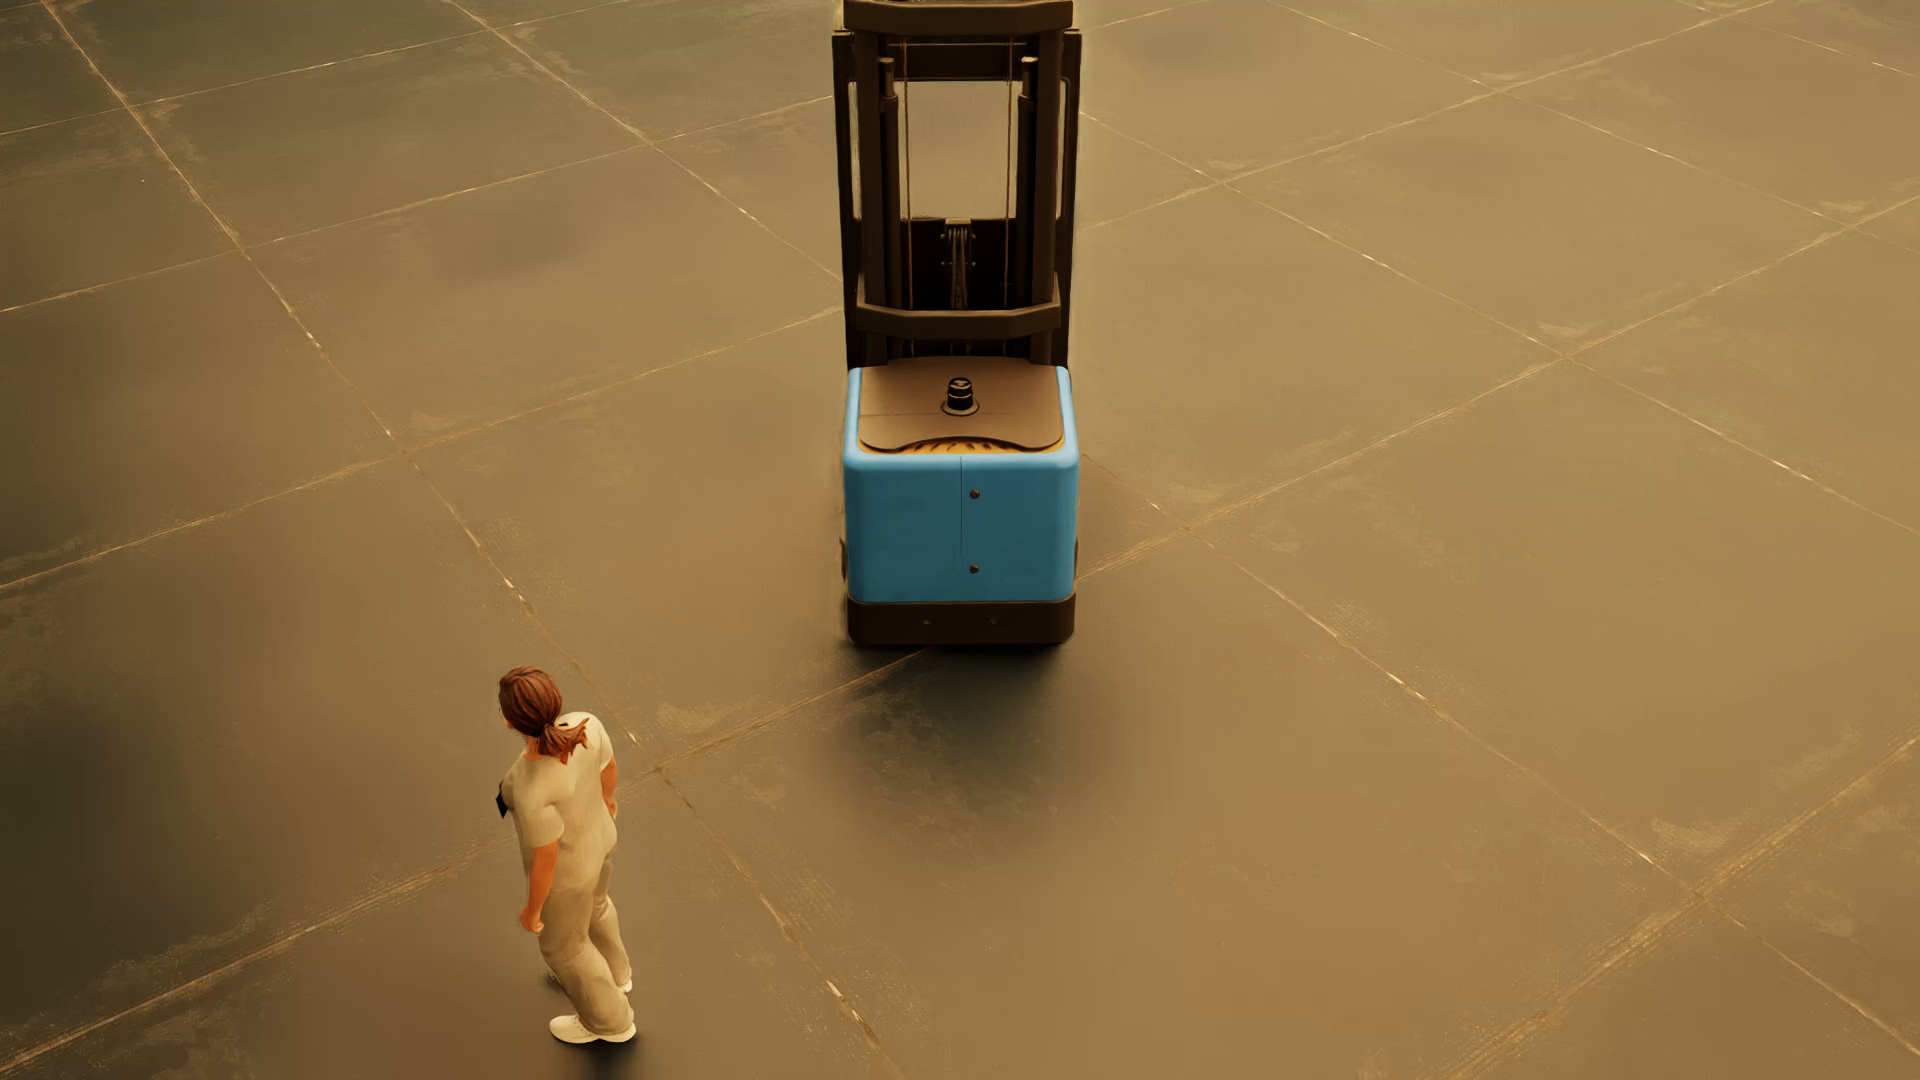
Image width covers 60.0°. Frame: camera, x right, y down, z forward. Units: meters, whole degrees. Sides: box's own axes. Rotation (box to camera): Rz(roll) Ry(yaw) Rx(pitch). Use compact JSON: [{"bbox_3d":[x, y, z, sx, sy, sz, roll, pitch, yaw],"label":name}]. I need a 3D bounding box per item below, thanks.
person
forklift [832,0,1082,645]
[{"bbox_3d":[-1.347,1.053,5.584,0.407,1.668,0.575,9,37,12],"label":"person"},{"bbox_3d":[-0.018,-1.543,8.031,1.130,2.935,3.031,-1,36,-1],"label":"forklift"}]
